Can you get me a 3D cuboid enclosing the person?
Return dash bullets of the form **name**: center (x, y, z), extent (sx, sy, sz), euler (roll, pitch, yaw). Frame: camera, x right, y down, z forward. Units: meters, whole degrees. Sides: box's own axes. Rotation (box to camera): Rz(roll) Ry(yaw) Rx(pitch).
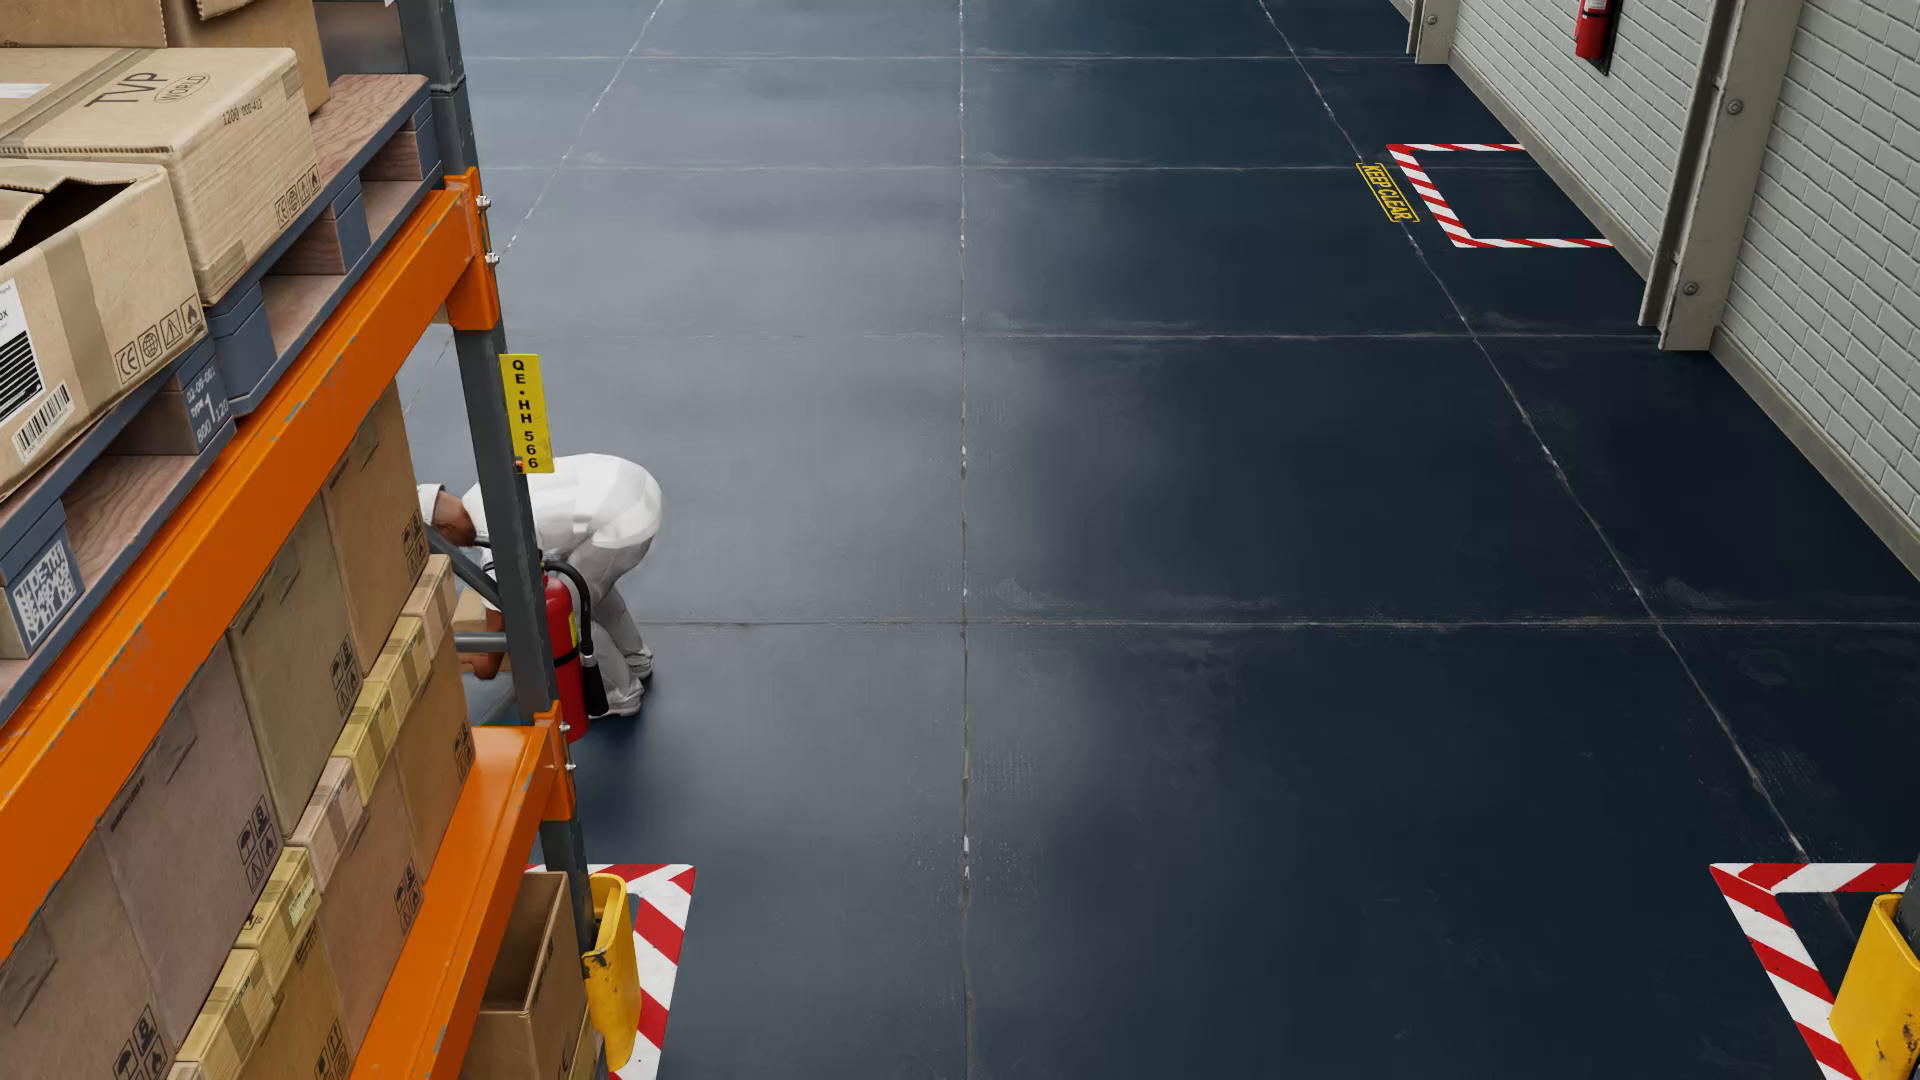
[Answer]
- **person**: center (-1.630, 0.174, 6.506), extent (0.981, 1.053, 0.486), euler (-1, 31, -2)
